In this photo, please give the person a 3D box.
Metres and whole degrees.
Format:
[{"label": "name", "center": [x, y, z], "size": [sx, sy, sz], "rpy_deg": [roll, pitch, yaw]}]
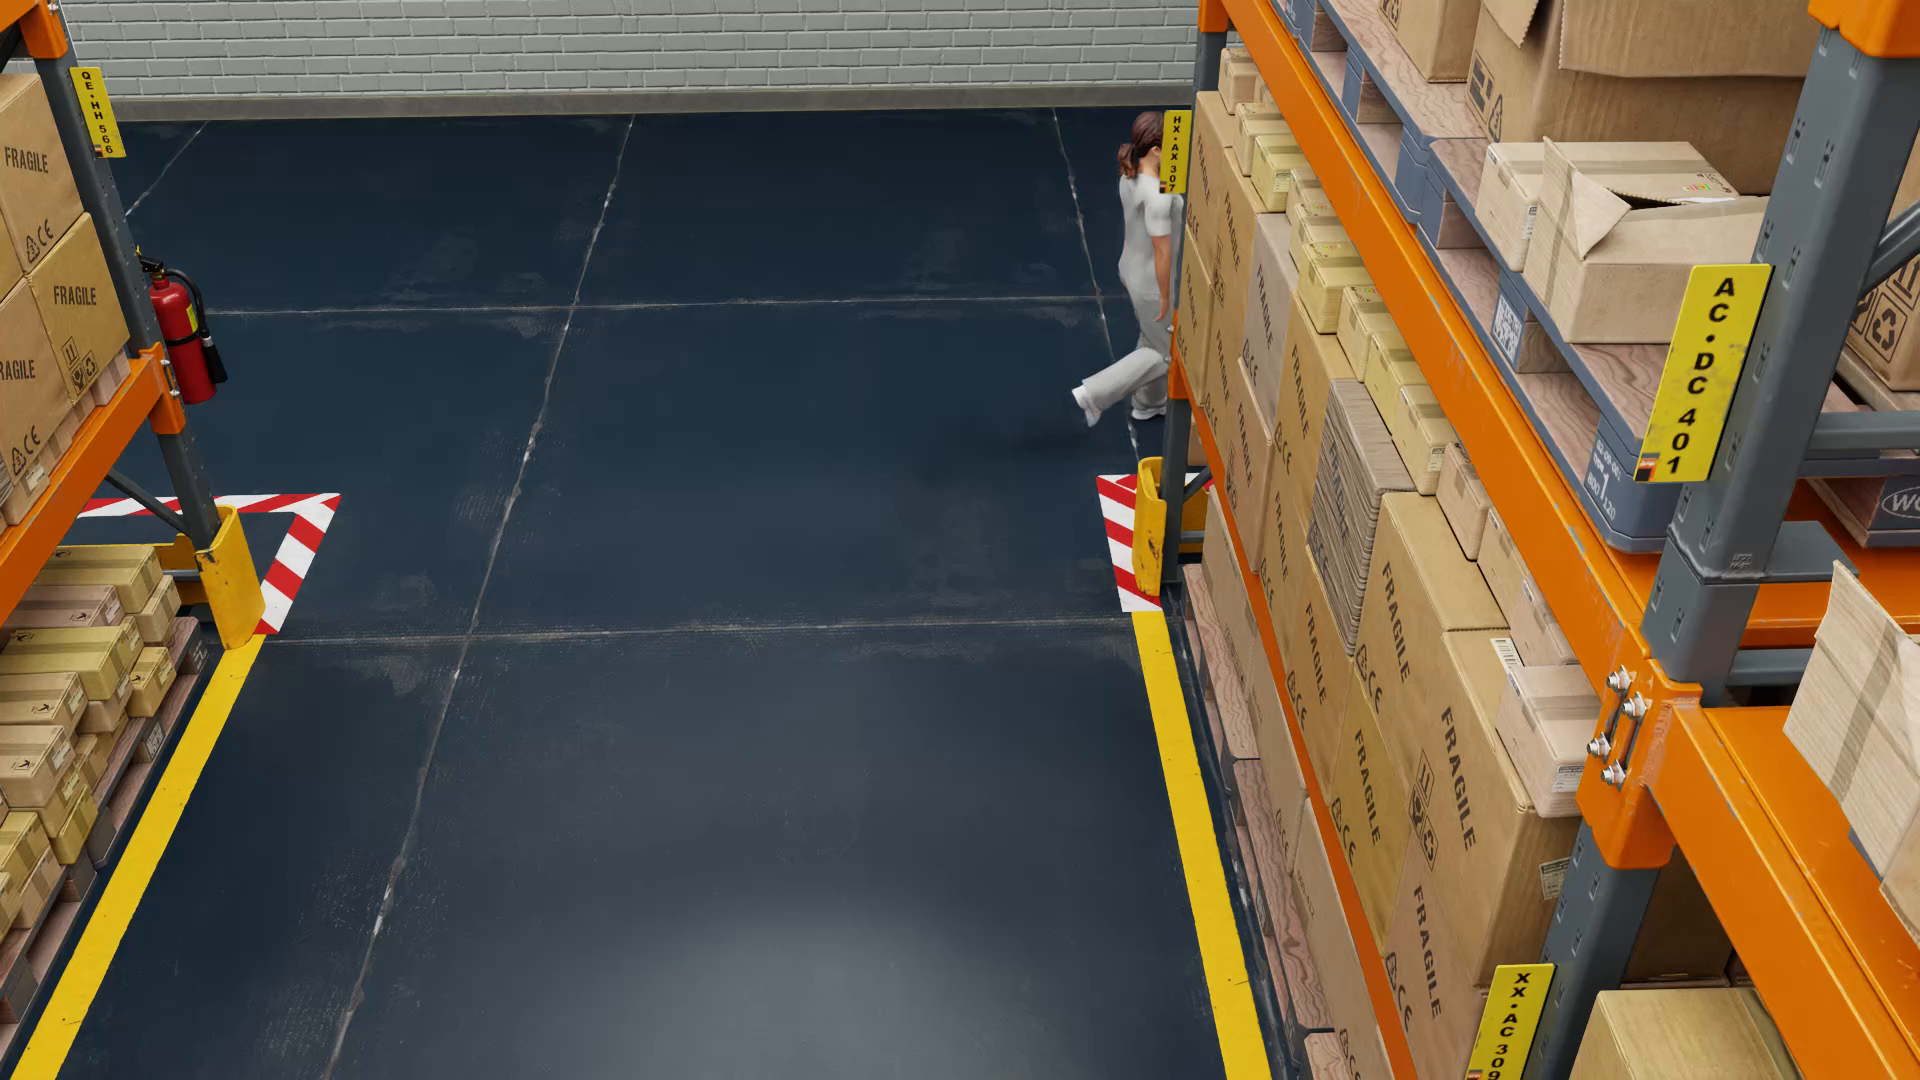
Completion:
[{"label": "person", "center": [0.861, -1.229, 7.878], "size": [0.699, 1.655, 0.490], "rpy_deg": [-8, 36, -10]}]
